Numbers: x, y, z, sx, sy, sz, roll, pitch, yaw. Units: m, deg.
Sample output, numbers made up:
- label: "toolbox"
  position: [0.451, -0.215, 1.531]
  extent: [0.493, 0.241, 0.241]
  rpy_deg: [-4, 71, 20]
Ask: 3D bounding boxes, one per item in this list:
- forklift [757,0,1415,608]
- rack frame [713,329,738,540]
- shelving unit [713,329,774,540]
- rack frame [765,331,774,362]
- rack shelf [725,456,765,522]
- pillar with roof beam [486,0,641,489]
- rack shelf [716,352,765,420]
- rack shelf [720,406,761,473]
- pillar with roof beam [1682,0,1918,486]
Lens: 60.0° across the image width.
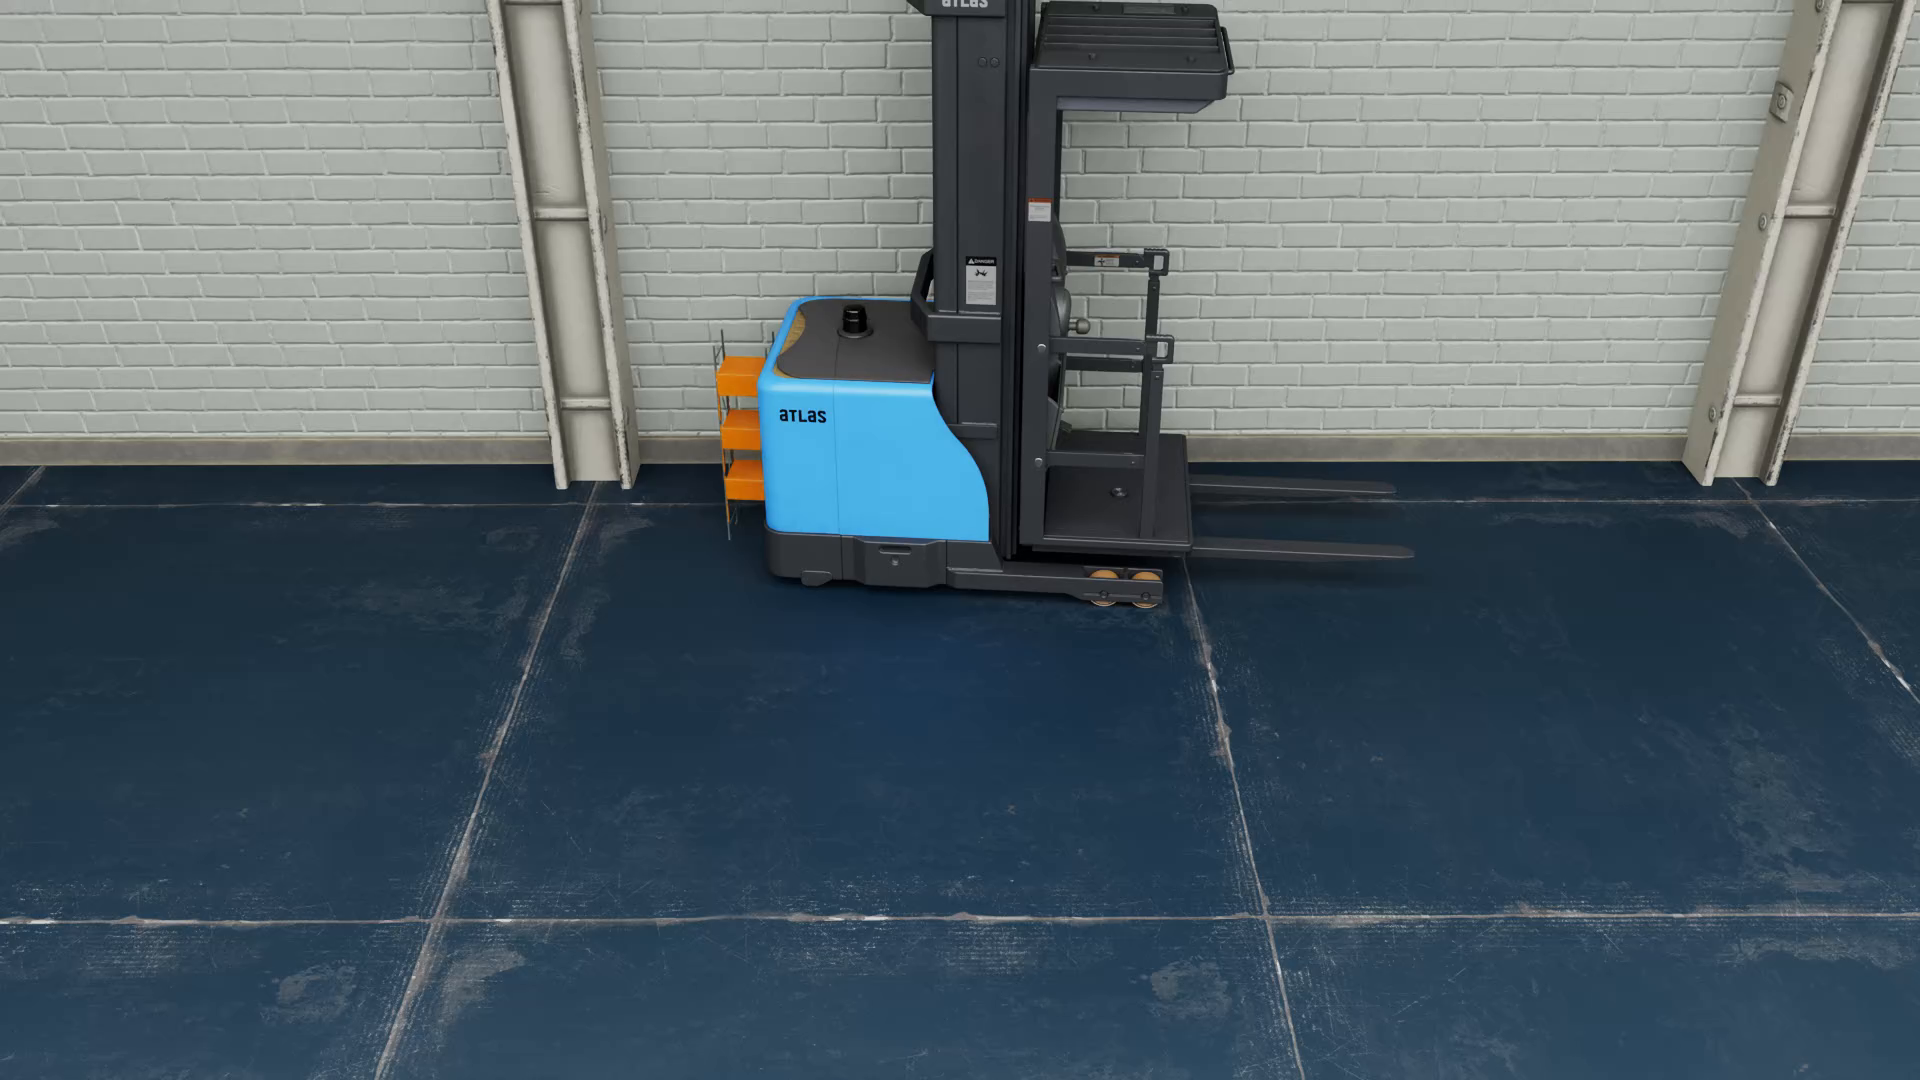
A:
- label: "forklift"
  position: [0.626, -1.225, 7.443]
  extent: [3.031, 2.935, 1.130]
  rpy_deg: [3, 31, 4]
- label: "rack frame"
  position: [-1.134, -0.499, 8.060]
  extent: [0.008, 1.050, 0.200]
  rpy_deg: [3, 31, 4]
- label: "shelving unit"
  position: [-1.013, -0.493, 8.051]
  extent: [0.252, 1.050, 0.215]
  rpy_deg: [3, 31, 4]
- label: "rack frame"
  position: [-0.891, -0.488, 8.042]
  extent: [0.008, 1.050, 0.200]
  rpy_deg: [3, 31, 4]
- label: "rack shelf"
  position: [-1.013, -0.246, 8.200]
  extent: [0.240, 0.259, 0.215]
  rpy_deg: [3, 31, 4]
- label: "pillar with roof beam"
  position: [-1.887, -1.962, 2.809]
  extent: [0.400, 9.000, 9.100]
  rpy_deg: [0, 31, 0]
- label: "rack shelf"
  position: [-1.013, -0.727, 7.909]
  extent: [0.240, 0.259, 0.215]
  rpy_deg: [3, 31, 4]
- label: "rack shelf"
  position: [-1.013, -0.484, 8.056]
  extent: [0.240, 0.259, 0.215]
  rpy_deg: [3, 31, 4]
- label: "pillar with roof beam"
  position: [4.112, -1.981, 2.839]
  extent: [0.400, 9.000, 9.100]
  rpy_deg: [0, 31, 0]
